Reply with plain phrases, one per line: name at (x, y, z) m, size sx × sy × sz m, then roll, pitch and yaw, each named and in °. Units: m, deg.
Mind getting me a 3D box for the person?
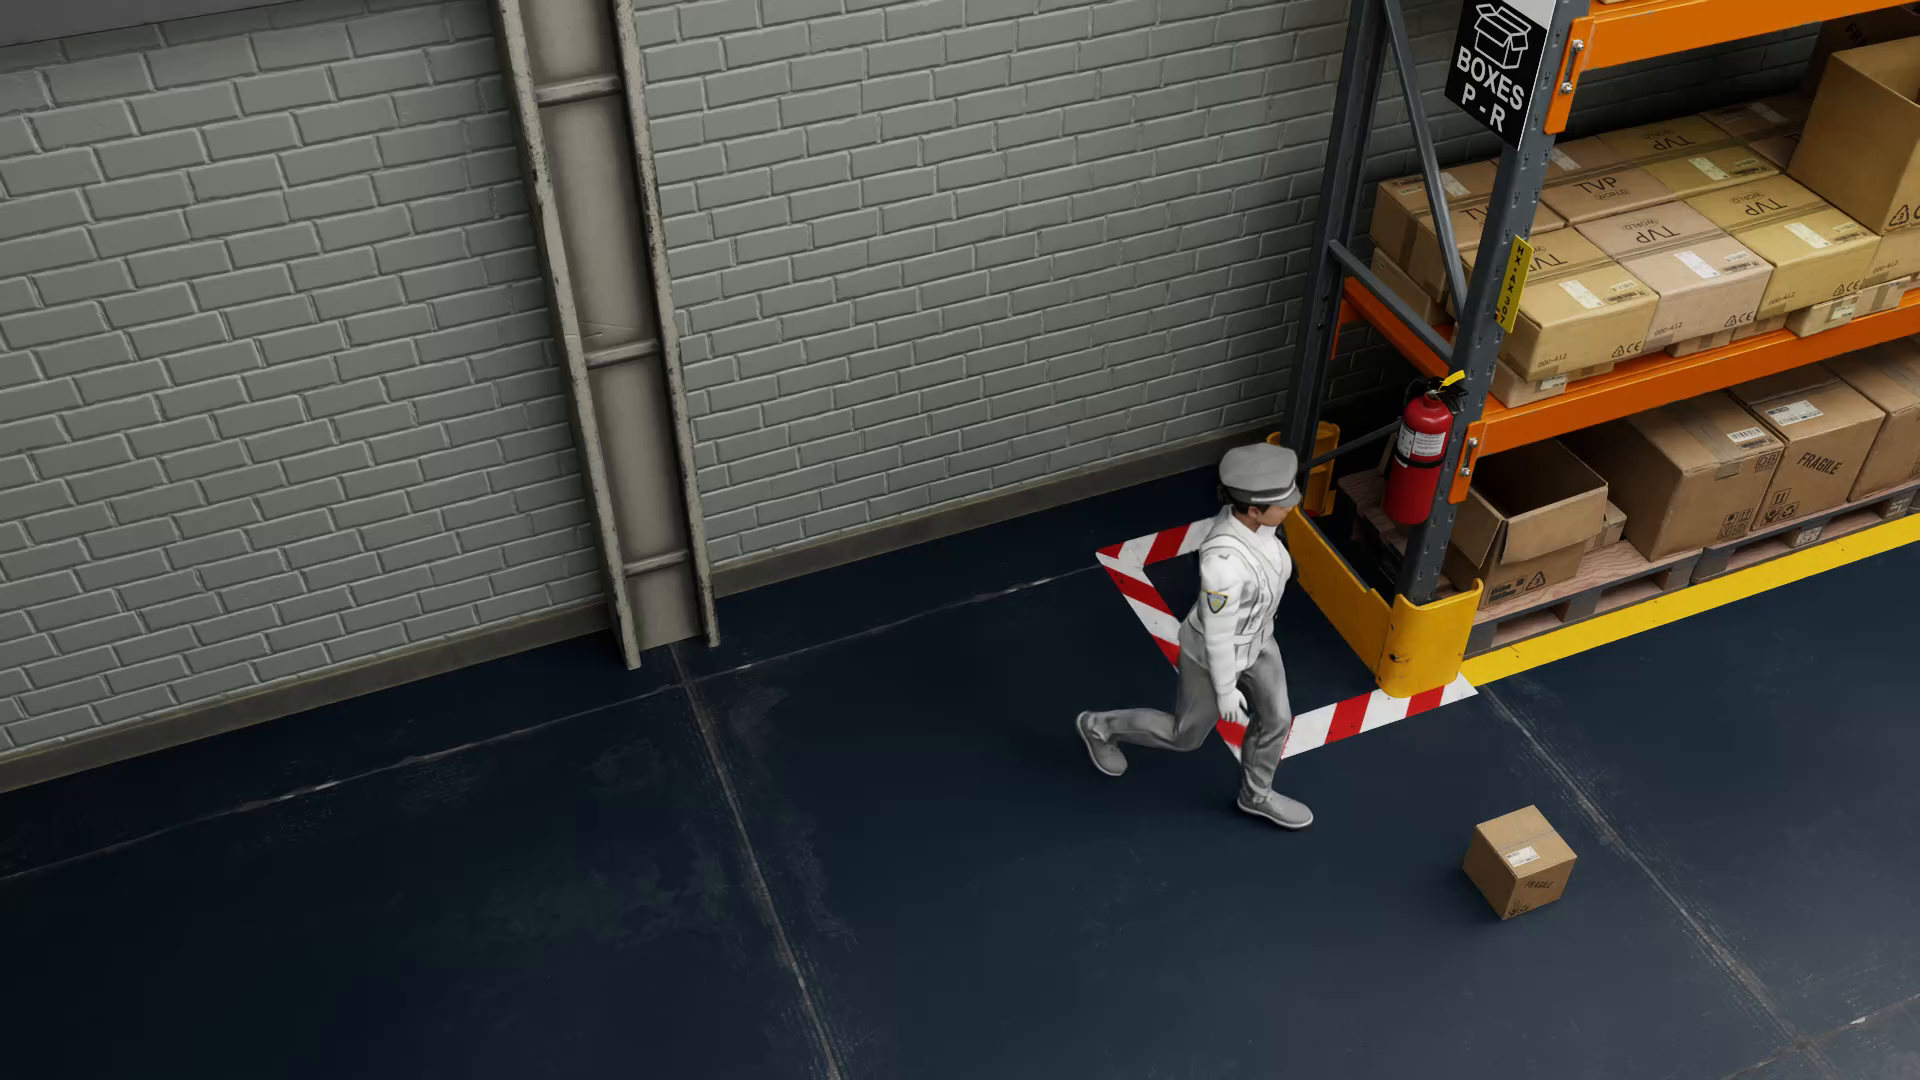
person at (14.076, -1.002, 4.105) m, size 23.820 × 5.839 × 13.588 m, roll 22°, pitch 46°, yaw 23°
